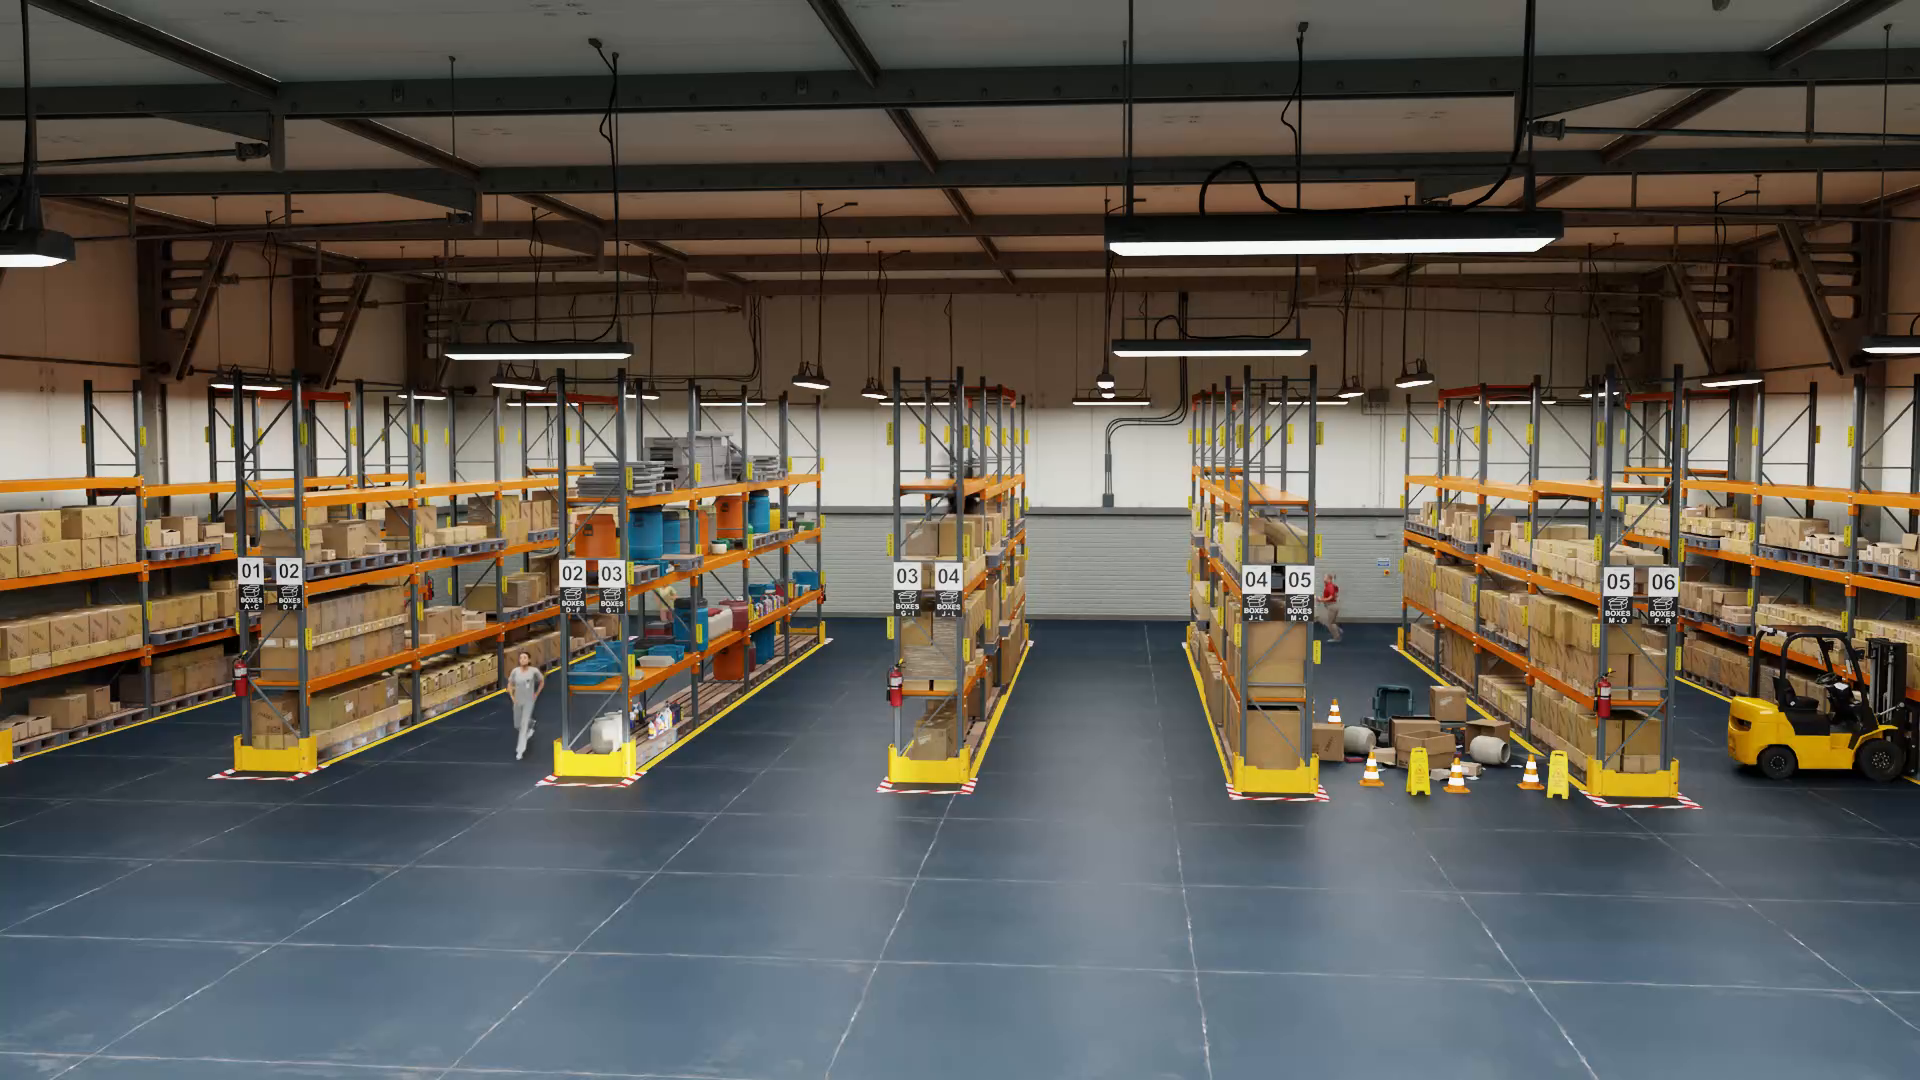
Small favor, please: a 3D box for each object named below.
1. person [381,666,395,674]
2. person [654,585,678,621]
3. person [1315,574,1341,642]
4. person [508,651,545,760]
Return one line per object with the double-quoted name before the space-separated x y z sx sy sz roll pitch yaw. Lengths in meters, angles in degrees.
"person" -11.044 2.139 32.043 0.636 1.741 0.586 1 4 9
"person" -7.021 1.703 39.723 0.582 1.714 0.794 0 4 -8
"person" 8.970 1.659 40.536 0.662 1.674 0.702 1 4 10
"person" -6.858 2.576 26.248 0.547 1.652 0.995 0 4 5
